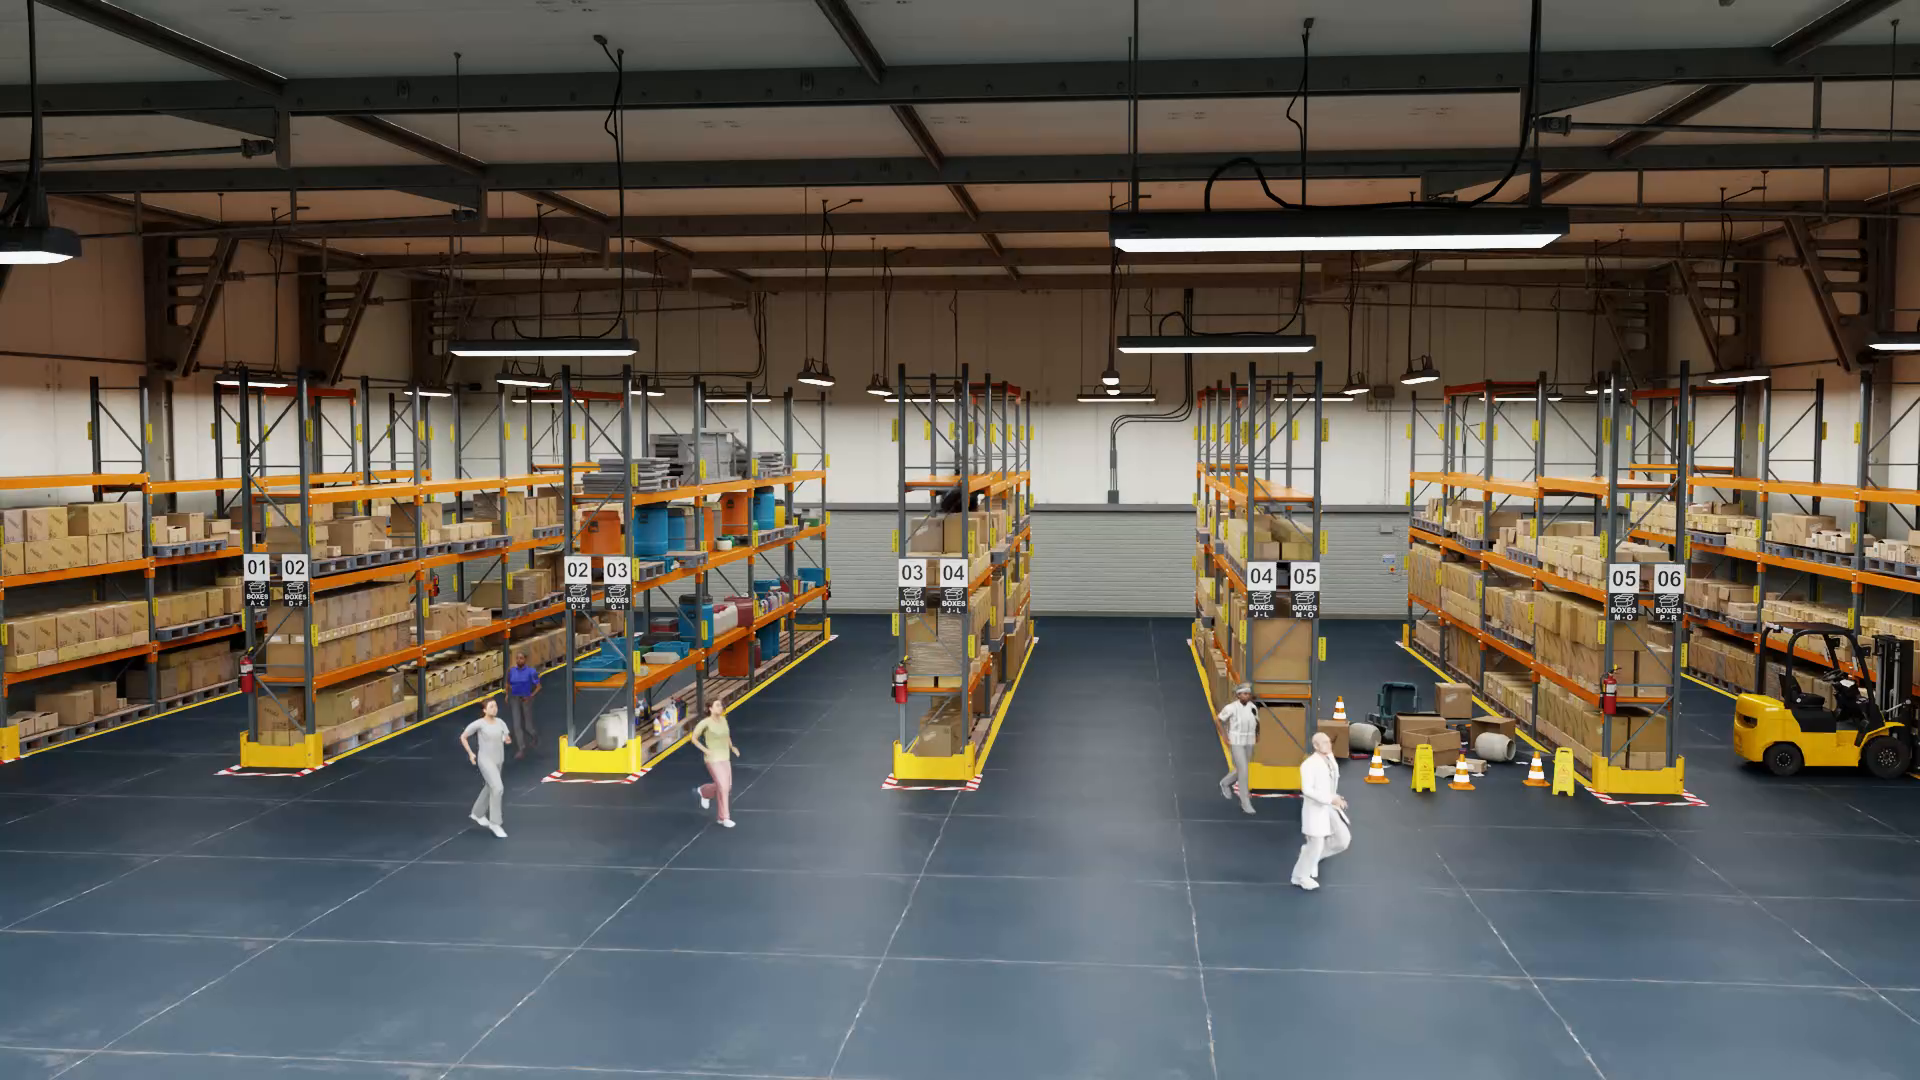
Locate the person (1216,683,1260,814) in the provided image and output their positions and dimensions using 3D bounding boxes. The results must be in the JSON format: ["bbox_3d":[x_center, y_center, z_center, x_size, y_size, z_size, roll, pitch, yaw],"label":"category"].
[{"bbox_3d":[3.744,2.750,22.231,0.596,1.727,0.852,-2,4,-28],"label":"person"}]

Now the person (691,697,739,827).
[{"bbox_3d":[-3.164,2.826,21.336,0.721,1.646,0.580,3,5,39],"label":"person"}]

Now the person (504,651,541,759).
[{"bbox_3d":[-6.794,2.536,25.840,0.596,1.622,0.690,0,4,4],"label":"person"}]

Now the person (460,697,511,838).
[{"bbox_3d":[-5.902,2.826,20.824,0.768,1.723,0.537,2,4,31],"label":"person"}]

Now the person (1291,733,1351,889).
[{"bbox_3d":[3.985,2.963,18.211,0.738,1.732,0.748,-3,5,-42],"label":"person"}]
